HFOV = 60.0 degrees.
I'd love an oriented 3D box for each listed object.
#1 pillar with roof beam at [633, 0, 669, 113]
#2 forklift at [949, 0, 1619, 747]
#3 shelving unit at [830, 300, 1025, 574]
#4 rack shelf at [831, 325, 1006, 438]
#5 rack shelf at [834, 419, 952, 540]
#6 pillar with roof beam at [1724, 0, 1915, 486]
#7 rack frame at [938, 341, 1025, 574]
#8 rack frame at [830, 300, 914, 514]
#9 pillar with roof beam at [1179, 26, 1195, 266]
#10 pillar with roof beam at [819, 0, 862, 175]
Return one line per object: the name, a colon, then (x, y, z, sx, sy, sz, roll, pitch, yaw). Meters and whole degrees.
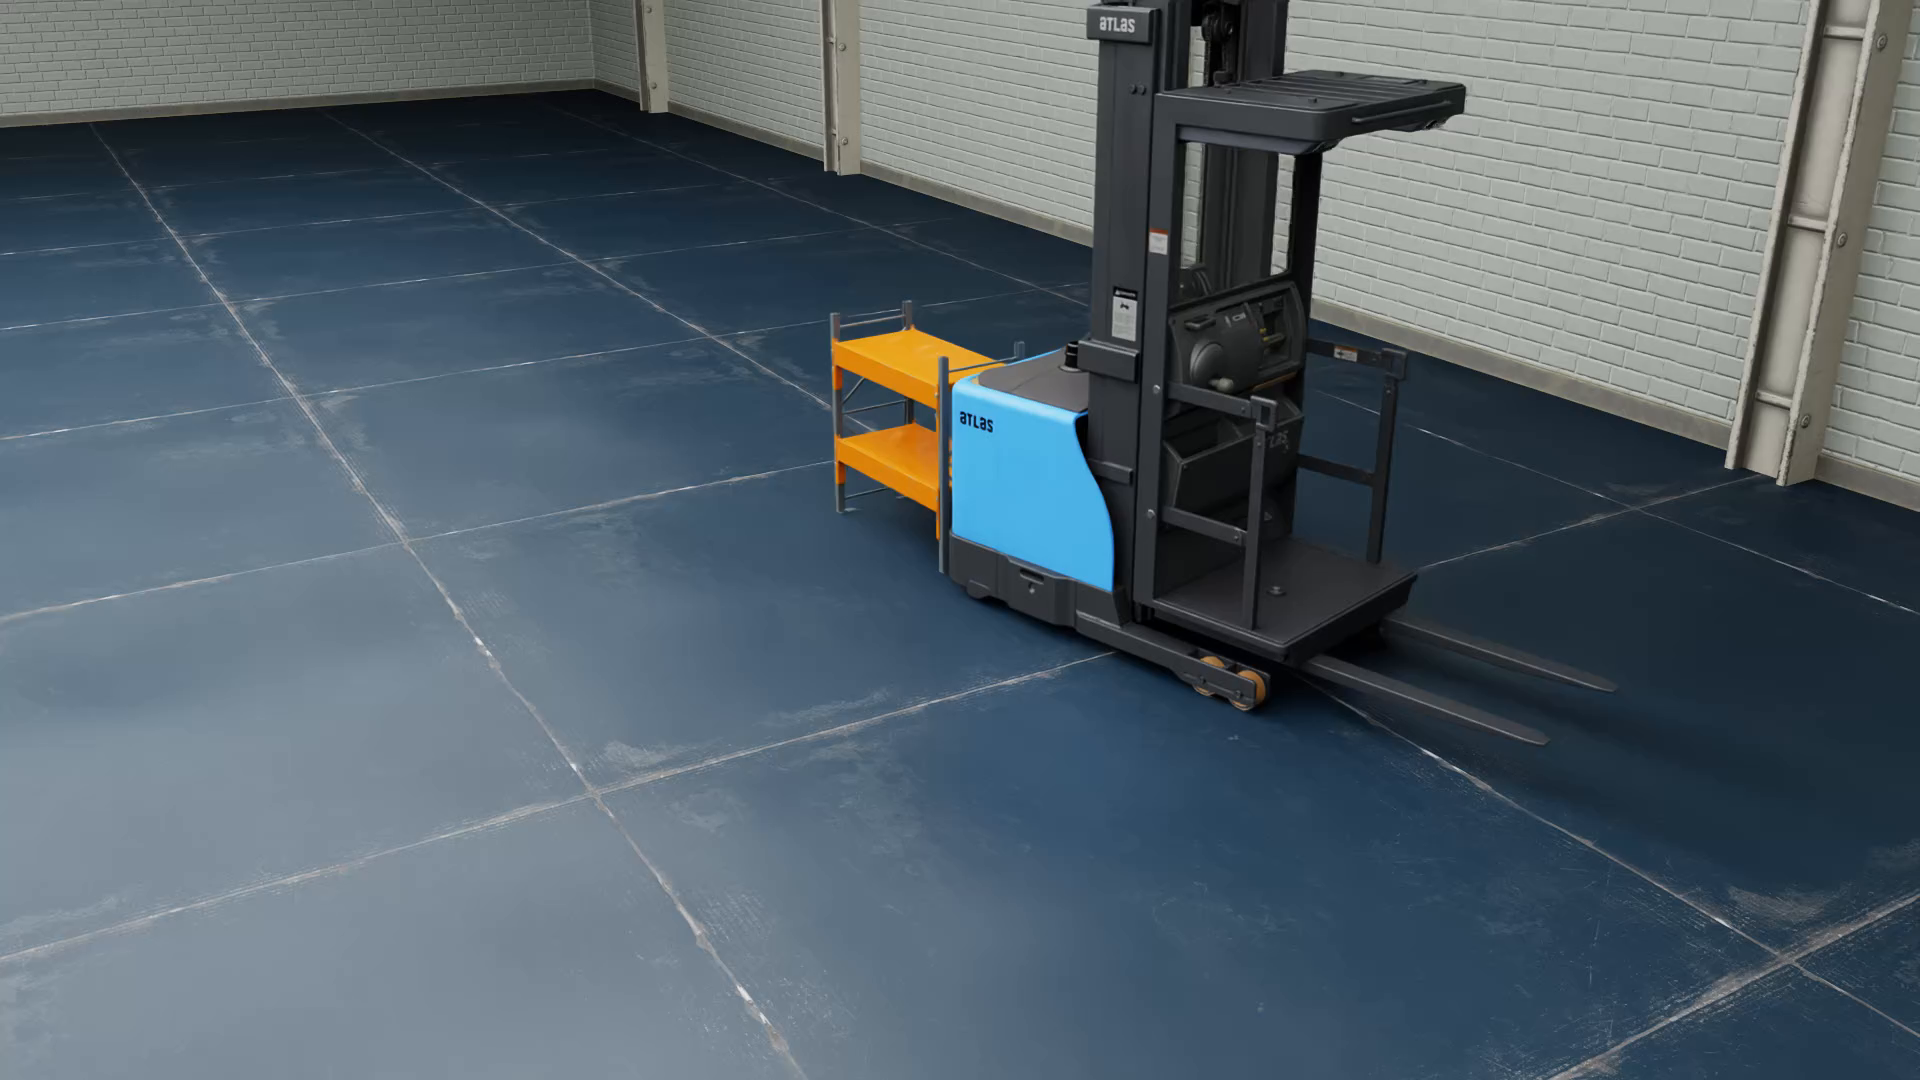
pillar with roof beam: (-8.123, -9.569, 20.402, 9.100, 9.000, 0.400, -13, 25, -28)
forklift: (1.356, -0.858, 7.030, 3.031, 2.935, 1.130, 20, 29, 40)
shelving unit: (-0.182, -0.565, 8.709, 0.538, 1.125, 1.048, -15, 26, -32)
rack shelf: (-0.182, -0.837, 8.598, 0.538, 0.278, 1.000, -15, 26, -32)
rack shelf: (-0.182, -0.339, 8.801, 0.538, 0.278, 1.000, -15, 26, -32)
pillar with roof beam: (1.072, -3.742, 6.067, 9.100, 9.000, 0.400, -13, 25, -28)
rack frame: (0.108, -0.408, 8.322, 0.500, 1.125, 0.032, -15, 26, -32)
rack frame: (-0.472, -0.723, 9.095, 0.500, 1.125, 0.032, -15, 26, -32)
pillar with roof beam: (-1.993, -5.684, 10.845, 9.100, 9.000, 0.400, -13, 25, -28)
pillar with roof beam: (-5.058, -7.626, 15.624, 9.100, 9.000, 0.400, -13, 25, -28)
